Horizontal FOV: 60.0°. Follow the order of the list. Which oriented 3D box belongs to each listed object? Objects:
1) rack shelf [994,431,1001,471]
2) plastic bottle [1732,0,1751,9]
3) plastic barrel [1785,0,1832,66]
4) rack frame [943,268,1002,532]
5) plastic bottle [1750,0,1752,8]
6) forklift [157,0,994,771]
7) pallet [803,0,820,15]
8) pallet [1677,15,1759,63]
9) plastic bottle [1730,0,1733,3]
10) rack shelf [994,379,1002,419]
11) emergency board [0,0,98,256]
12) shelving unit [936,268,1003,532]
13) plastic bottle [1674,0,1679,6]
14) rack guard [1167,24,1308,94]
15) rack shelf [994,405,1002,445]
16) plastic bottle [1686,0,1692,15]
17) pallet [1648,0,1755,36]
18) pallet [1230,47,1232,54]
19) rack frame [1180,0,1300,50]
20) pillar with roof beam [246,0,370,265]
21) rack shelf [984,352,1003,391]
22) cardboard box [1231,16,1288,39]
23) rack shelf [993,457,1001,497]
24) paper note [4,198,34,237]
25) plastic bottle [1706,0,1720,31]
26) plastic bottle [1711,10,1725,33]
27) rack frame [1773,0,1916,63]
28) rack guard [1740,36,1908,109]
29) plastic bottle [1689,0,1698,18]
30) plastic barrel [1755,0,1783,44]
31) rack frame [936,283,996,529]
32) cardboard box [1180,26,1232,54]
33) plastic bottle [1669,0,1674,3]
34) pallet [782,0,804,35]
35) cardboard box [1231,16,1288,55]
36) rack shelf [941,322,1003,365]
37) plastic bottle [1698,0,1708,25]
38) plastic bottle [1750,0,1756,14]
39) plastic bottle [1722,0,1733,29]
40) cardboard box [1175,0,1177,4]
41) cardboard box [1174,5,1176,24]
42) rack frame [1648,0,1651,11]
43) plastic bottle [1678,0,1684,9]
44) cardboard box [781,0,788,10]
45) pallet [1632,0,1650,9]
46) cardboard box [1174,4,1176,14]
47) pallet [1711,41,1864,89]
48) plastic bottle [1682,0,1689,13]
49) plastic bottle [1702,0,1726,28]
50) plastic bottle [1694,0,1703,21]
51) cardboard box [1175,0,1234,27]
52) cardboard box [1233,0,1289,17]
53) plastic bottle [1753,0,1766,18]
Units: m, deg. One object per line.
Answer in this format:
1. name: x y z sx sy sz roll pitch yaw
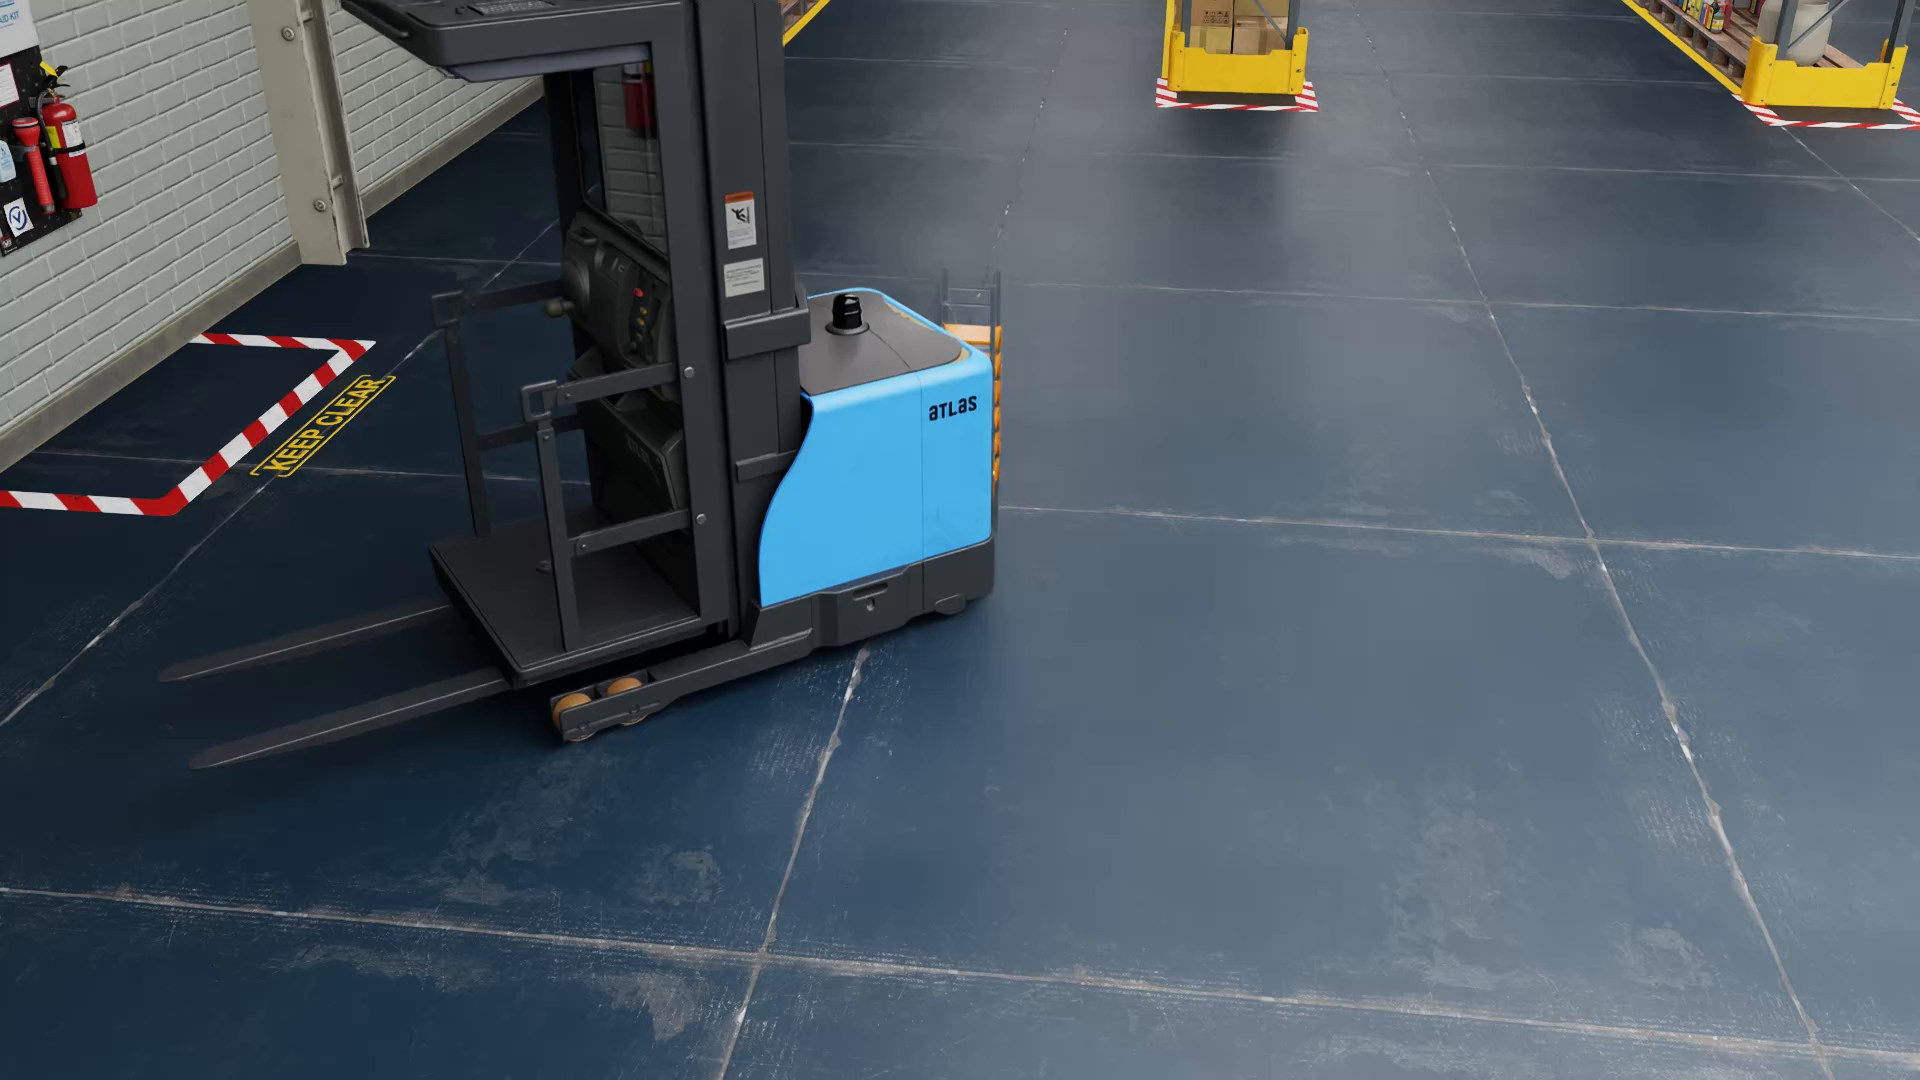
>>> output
1. rack shelf: 0.036 -0.385 7.046 0.258 0.103 0.180 4 29 7
2. plastic bottle: 7.855 -5.484 16.674 0.152 0.276 0.135 3 28 6
3. plastic barrel: 7.337 -4.424 14.479 0.421 0.512 0.421 0 28 0
4. rack frame: 0.050 -0.573 7.048 0.240 1.200 0.006 4 29 7
5. plastic bottle: 8.005 -5.520 16.663 0.144 0.351 0.185 2 28 4
6. forklift: -1.386 -0.861 5.757 3.031 2.935 1.130 -16 32 -28
7. pallet: -2.058 -5.933 18.040 1.003 0.211 1.213 3 28 6
8. pallet: 7.551 -4.786 15.910 1.003 0.211 1.213 3 28 6
9. plastic bottle: 7.886 -5.619 16.846 0.144 0.351 0.185 3 28 6
10. rack shelf: 0.036 -0.596 6.932 0.258 0.103 0.180 4 29 7
11. emergency board: -4.349 -1.990 7.781 0.194 1.169 0.643 3 28 6
12. shelving unit: 0.036 -0.530 6.968 0.258 1.200 0.189 4 29 7
13. plastic bottle: 7.311 -5.574 16.764 0.144 0.351 0.185 4 29 8
14. rack guard: 2.413 -4.198 14.515 1.175 0.500 0.348 3 28 6
15. rack shelf: 0.036 -0.491 6.989 0.258 0.103 0.180 4 29 7
16. plastic bottle: 7.230 -5.288 16.389 0.097 0.201 0.097 0 28 0
17. pallet: 7.698 -5.361 16.979 1.003 0.211 1.213 3 28 6
18. pallet: 2.468 -4.444 15.277 1.003 0.211 1.213 3 28 6
19. rack frame: 2.416 -5.310 13.943 1.000 3.000 0.127 3 28 6
20. pillar with roof beam: 0.264 -5.542 8.049 9.100 9.000 0.400 3 28 6
21. rack shelf: 0.036 -0.702 6.876 0.258 0.103 0.180 4 29 7
22. cardboard box: 2.760 -4.759 15.377 0.500 0.250 0.500 3 28 6
23. rack shelf: 0.036 -0.280 7.103 0.258 0.103 0.180 4 29 7
24. paper note: -4.439 -1.523 7.843 0.016 0.148 0.142 3 28 6
25. plastic bottle: 7.118 -4.964 15.701 0.061 0.283 0.133 4 29 7
26. plastic bottle: 7.122 -4.872 15.617 0.097 0.201 0.097 0 28 0
27. rack frame: 7.332 -5.020 13.405 1.000 3.000 0.127 3 28 6
28. rack guard: 7.294 -3.958 14.070 1.175 0.500 0.348 3 28 6
29. plastic bottle: 7.236 -5.285 16.227 0.144 0.351 0.185 3 28 6
30. plastic barrel: 7.398 -4.660 14.917 0.421 0.512 0.421 0 28 0
31. rack frame: 0.023 -0.487 6.889 0.240 1.200 0.006 4 29 7
32. cardboard box: 2.189 -4.554 14.996 0.500 0.250 0.500 3 28 6
33. plastic bottle: 7.335 -5.619 16.925 0.152 0.276 0.135 4 29 8
34. pallet: -2.205 -5.357 16.971 1.003 0.211 1.213 3 28 6
35. cardboard box: 2.703 -4.523 14.940 0.500 0.250 0.500 3 28 6
36. rack shelf: 0.036 -0.808 6.819 0.258 0.103 0.180 4 29 7
37. plastic bottle: 7.197 -5.087 15.937 0.152 0.276 0.135 3 28 5
38. plastic bottle: 7.861 -5.332 16.385 0.061 0.283 0.133 3 28 6
39. plastic bottle: 7.285 -5.019 15.803 0.061 0.283 0.133 3 28 6
40. cardboard box: 2.295 -5.355 15.694 0.500 0.500 0.500 3 28 6
41. cardboard box: 2.238 -4.790 15.434 0.500 0.250 0.500 3 28 6
42. rack frame: 7.822 -6.903 16.900 1.000 3.000 0.127 3 28 6
43. plastic bottle: 7.288 -5.486 16.599 0.144 0.351 0.185 2 28 4
44. cardboard box: -2.117 -5.620 16.691 0.700 0.500 0.500 2 28 3
45. pallet: 7.880 -6.047 18.252 1.003 0.211 1.213 3 28 6
46. cardboard box: 2.297 -5.025 15.871 0.500 0.250 0.500 3 28 6
47. pallet: 7.399 -4.213 14.847 1.003 0.211 1.213 3 28 6
48. plastic bottle: 7.226 -5.381 16.475 0.061 0.283 0.133 5 29 8
49. plastic bottle: 7.180 -5.022 15.816 0.152 0.276 0.135 4 29 7
50. plastic bottle: 7.213 -5.198 16.065 0.144 0.351 0.185 5 29 8
51. cardboard box: 2.187 -4.884 14.818 0.500 0.500 0.500 3 28 6
52. cardboard box: 2.762 -5.089 15.199 0.500 0.500 0.500 3 28 6
53. plastic bottle: 7.836 -5.268 16.266 0.061 0.283 0.133 3 28 6
